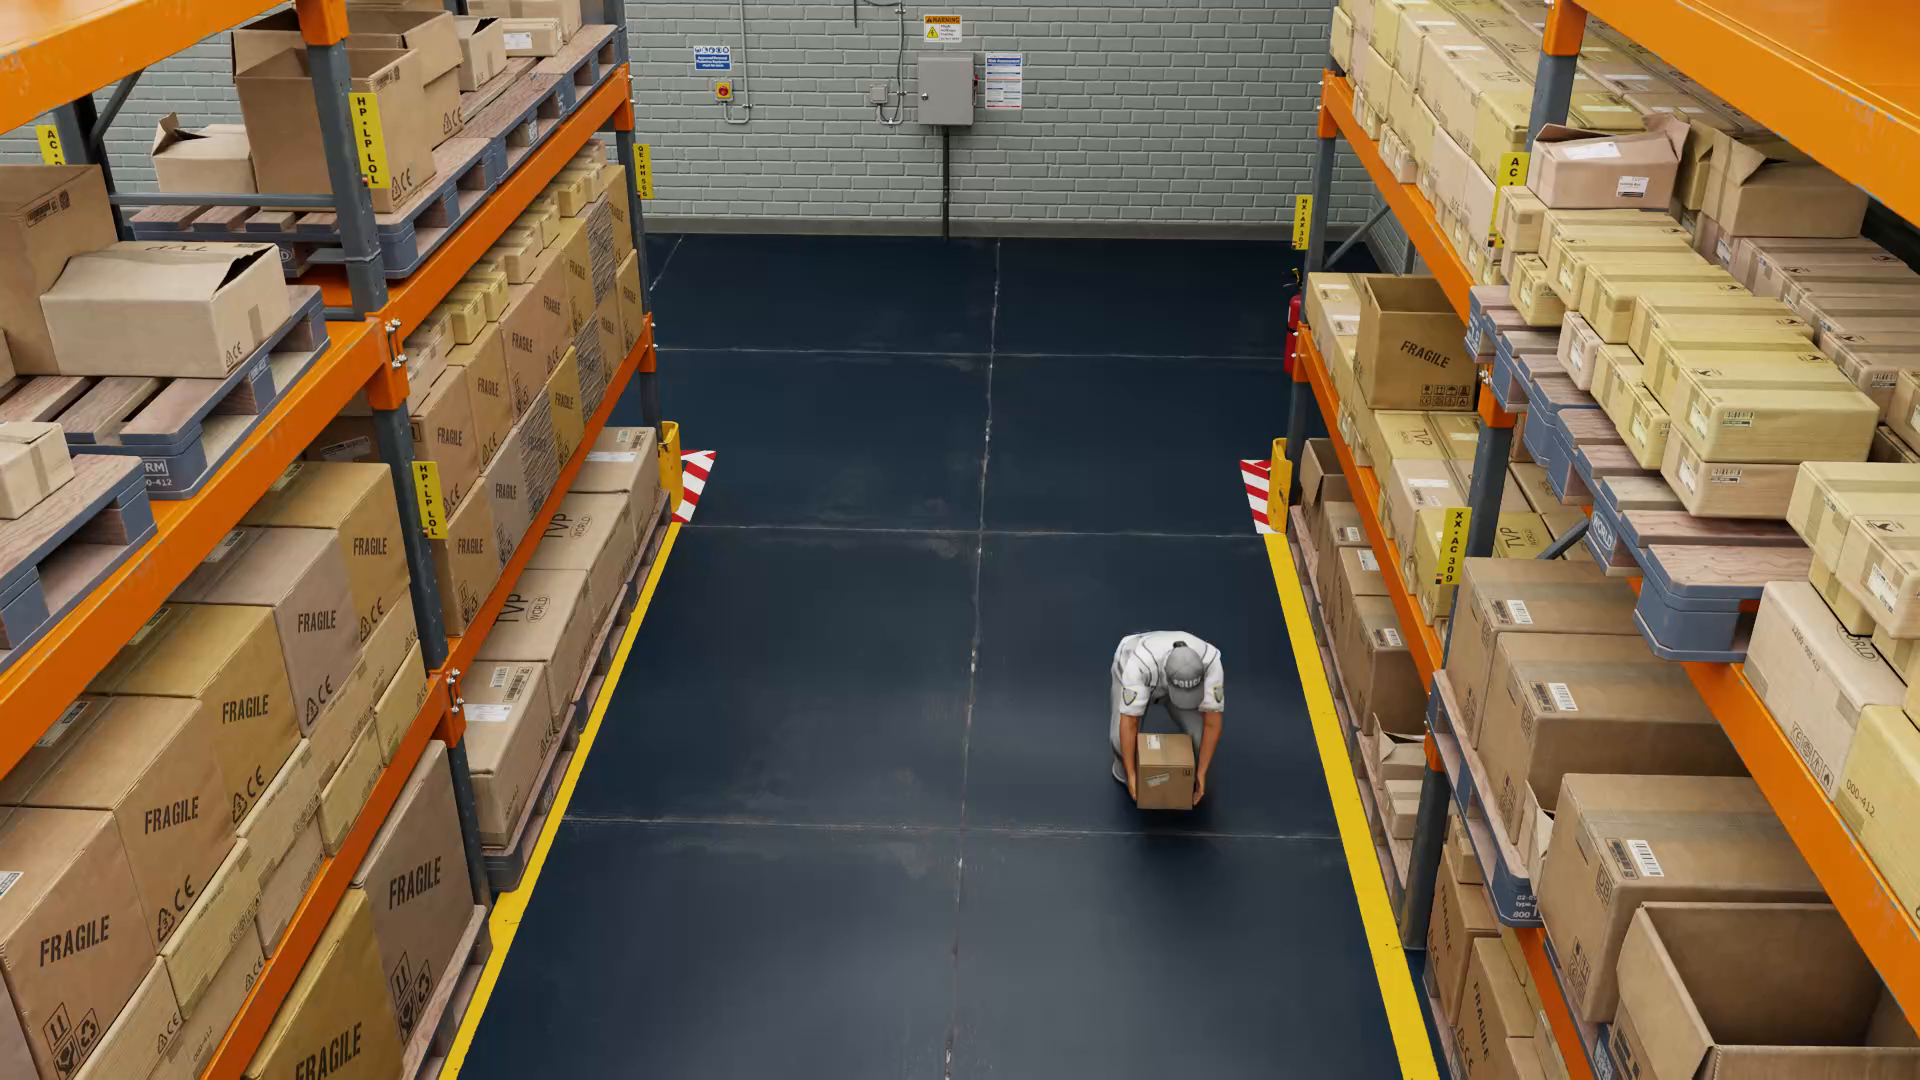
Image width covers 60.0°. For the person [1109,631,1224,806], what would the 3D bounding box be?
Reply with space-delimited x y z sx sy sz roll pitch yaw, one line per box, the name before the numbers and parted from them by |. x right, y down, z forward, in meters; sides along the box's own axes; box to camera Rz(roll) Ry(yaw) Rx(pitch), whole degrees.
person | 0.975 0.774 7.941 0.524 0.950 0.853 1 28 2
